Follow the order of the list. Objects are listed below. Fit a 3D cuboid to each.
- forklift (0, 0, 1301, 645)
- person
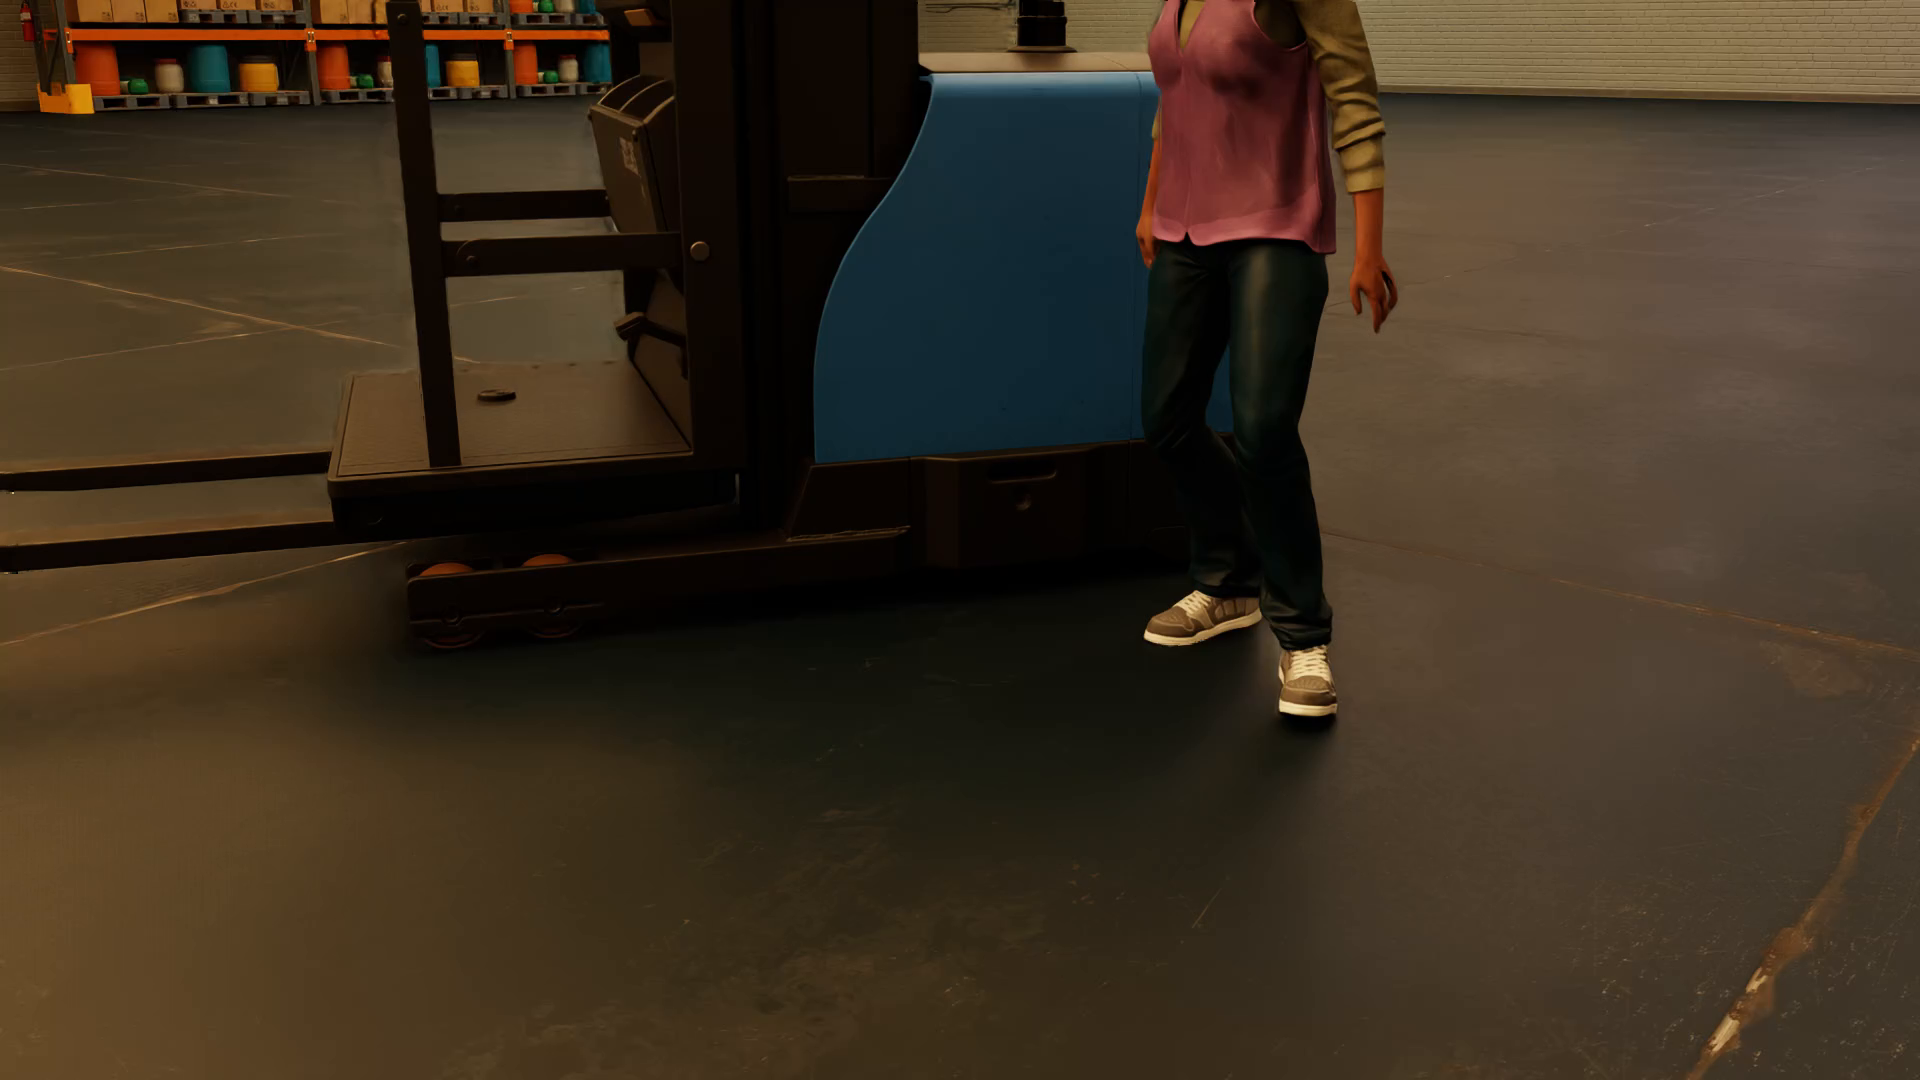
[{"bbox_3d":[-0.807,-1.367,3.400,3.031,2.935,1.130,-5,18,-17],"label":"forklift"},{"bbox_3d":[0.432,-0.505,2.960,0.378,1.542,0.643,-9,19,-28],"label":"person"}]
